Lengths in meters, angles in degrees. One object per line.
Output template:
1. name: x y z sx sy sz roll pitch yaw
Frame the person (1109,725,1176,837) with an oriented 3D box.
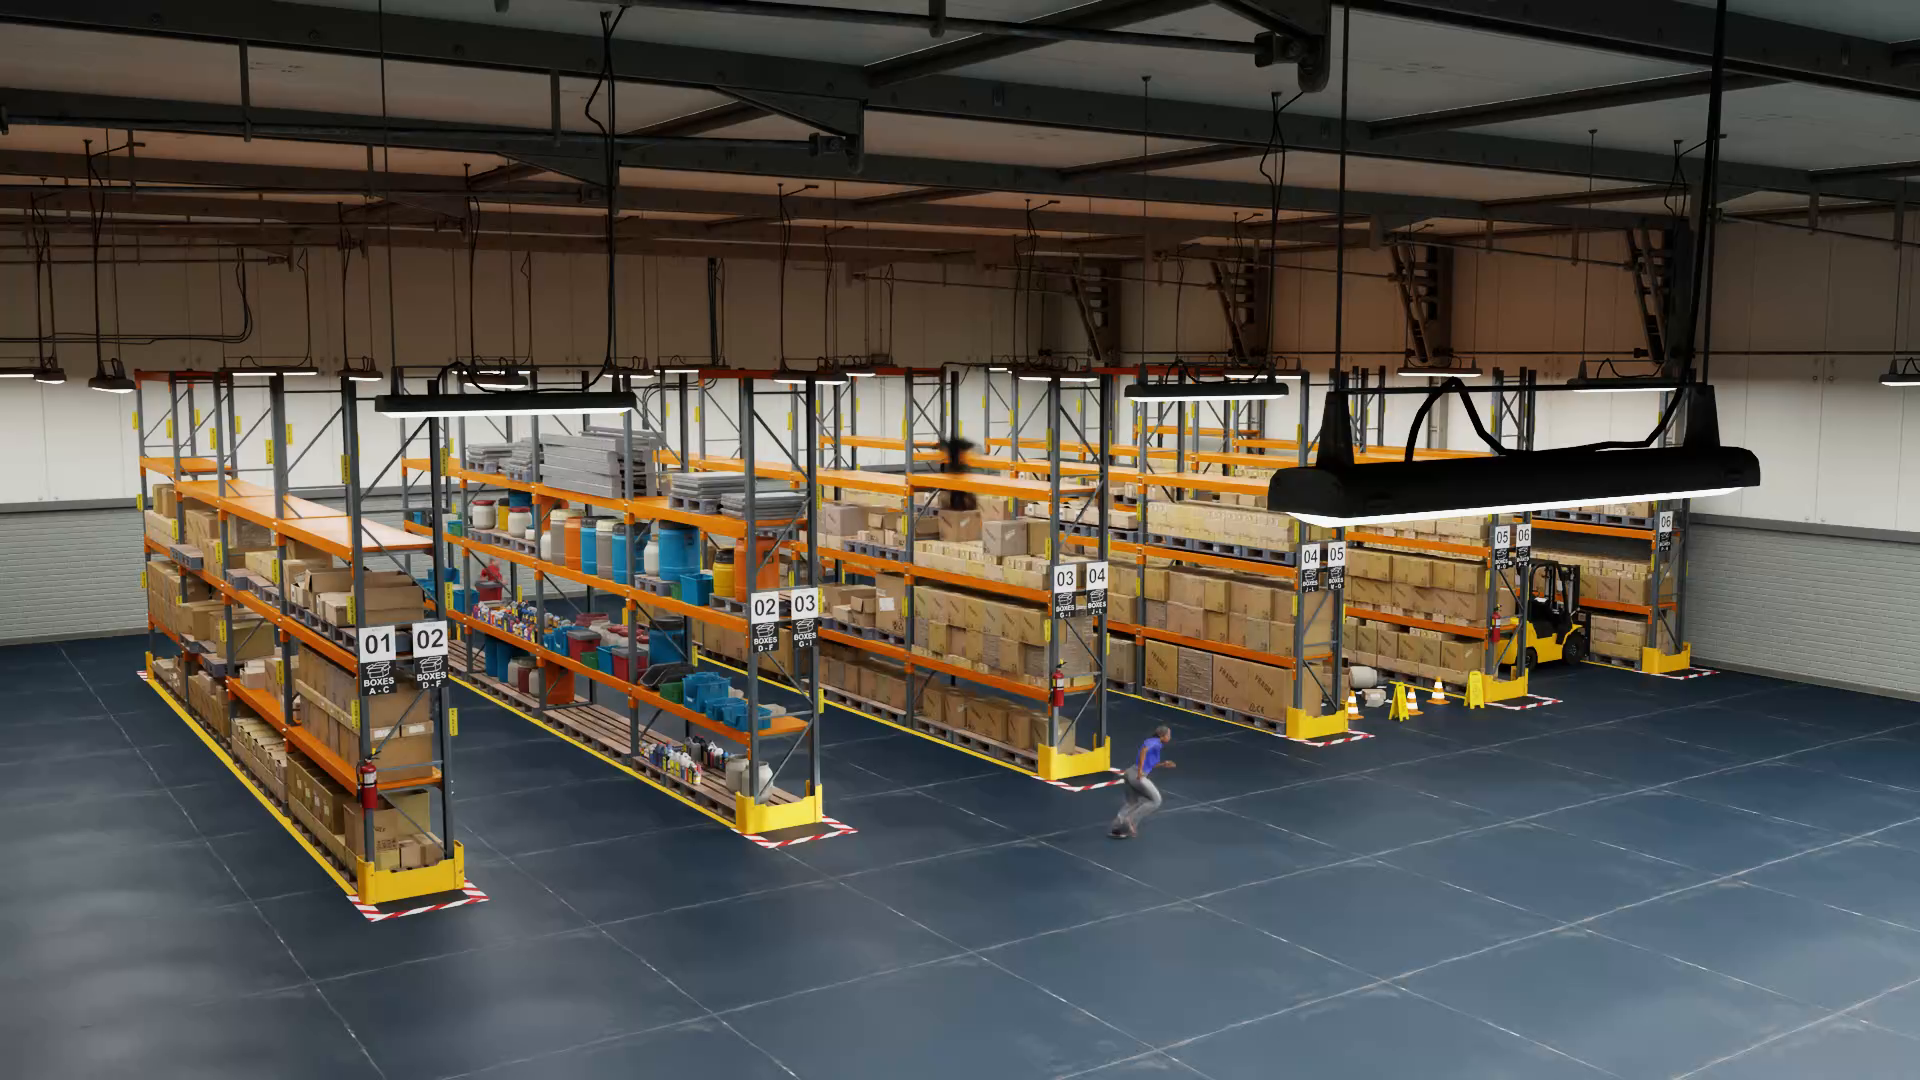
1. person: 2.387 3.149 21.632 0.890 1.486 0.606 -1 6 -7

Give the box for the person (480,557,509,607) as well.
1. person: -10.565 1.257 37.622 0.735 1.769 0.719 -2 7 -18

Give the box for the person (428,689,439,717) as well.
1. person: -9.102 2.315 28.715 0.608 1.571 0.794 -6 9 -44
